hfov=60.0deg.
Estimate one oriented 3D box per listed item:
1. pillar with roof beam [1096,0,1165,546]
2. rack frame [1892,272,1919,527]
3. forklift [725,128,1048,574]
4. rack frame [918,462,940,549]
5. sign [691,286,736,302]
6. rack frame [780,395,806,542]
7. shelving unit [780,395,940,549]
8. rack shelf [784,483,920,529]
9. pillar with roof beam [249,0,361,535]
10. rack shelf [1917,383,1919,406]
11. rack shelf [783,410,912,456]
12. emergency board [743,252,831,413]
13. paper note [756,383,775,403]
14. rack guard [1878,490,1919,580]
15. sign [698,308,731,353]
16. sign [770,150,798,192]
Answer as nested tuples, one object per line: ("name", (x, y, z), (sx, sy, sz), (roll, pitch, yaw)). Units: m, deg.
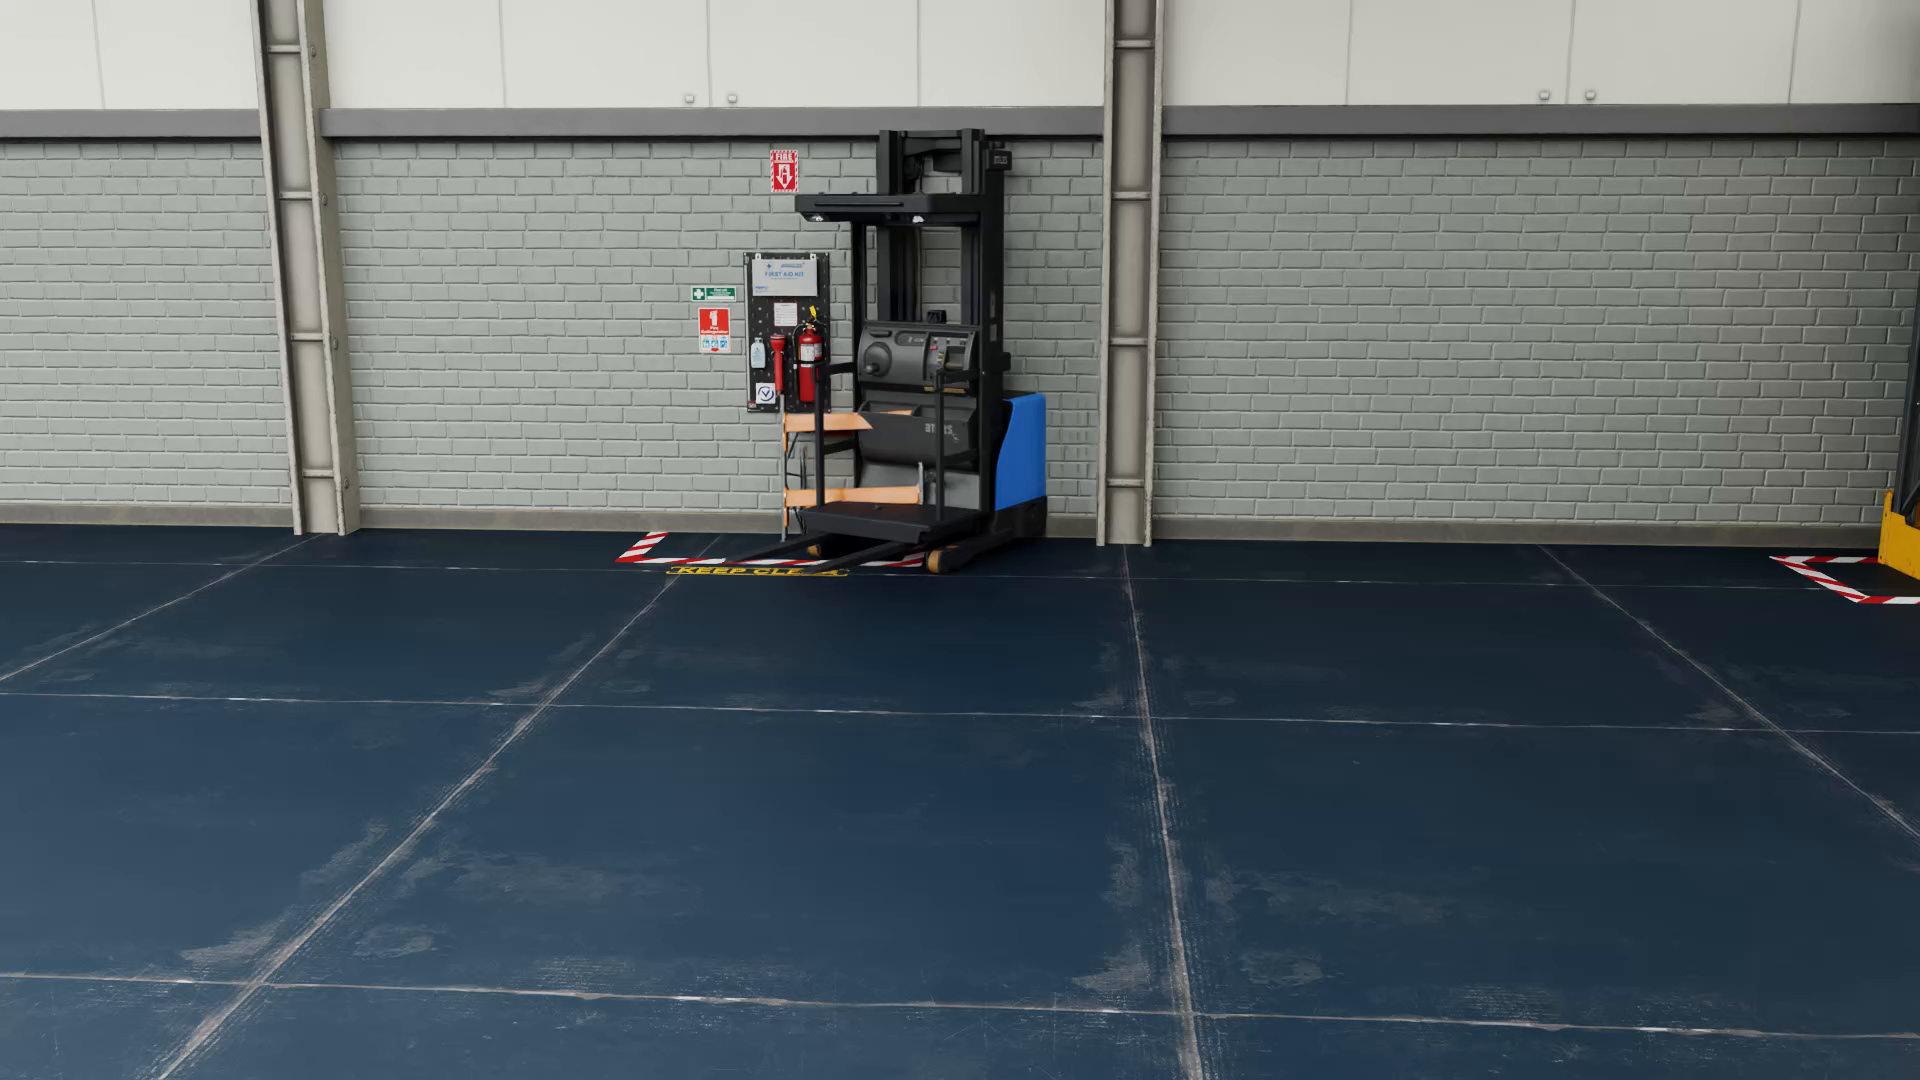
("pillar with roof beam", (0.913, -3.513, 7.084), (0.400, 9.000, 9.100), (1, 12, 4))
("rack frame", (6.431, -1.207, 10.711), (0.127, 3.000, 1.000), (1, 12, 4))
("forklift", (-0.416, -1.311, 11.378), (1.130, 2.935, 3.031), (7, 14, 31))
("rack frame", (-0.225, -0.497, 11.953), (0.032, 1.125, 0.500), (-1, -2, 12))
("sign", (-1.803, -1.801, 12.172), (0.331, 0.109, 0.001), (1, 12, 4))
("rack frame", (-1.218, -0.475, 12.168), (0.032, 1.125, 0.500), (-1, -2, 12))
("shelving unit", (-0.721, -0.486, 12.060), (1.048, 1.125, 0.538), (-1, -2, 12))
("rack shelf", (-0.718, -0.242, 12.052), (1.000, 0.278, 0.538), (-1, -2, 12))
("pillar with roof beam", (-5.074, -3.595, 7.477), (0.400, 9.000, 9.100), (1, 12, 4))
("rack shelf", (8.427, -0.827, 10.654), (4.000, 0.370, 1.077), (1, 12, 4))
("rack shelf", (-0.726, -0.779, 12.070), (1.000, 0.278, 0.538), (-1, -2, 12))
("emergency board", (-1.263, -1.498, 12.102), (0.643, 1.169, 0.194), (1, 12, 4))
("paper note", (-1.435, -1.083, 12.271), (0.142, 0.148, 0.016), (1, 12, 4))
("rack guard", (6.507, 0.018, 10.962), (0.348, 0.500, 1.175), (1, 12, 4))
("sign", (-1.807, -1.544, 12.235), (0.234, 0.329, 0.001), (1, 12, 4))
("sign", (-1.264, -2.653, 11.962), (0.199, 0.298, 0.001), (1, 12, 4))
